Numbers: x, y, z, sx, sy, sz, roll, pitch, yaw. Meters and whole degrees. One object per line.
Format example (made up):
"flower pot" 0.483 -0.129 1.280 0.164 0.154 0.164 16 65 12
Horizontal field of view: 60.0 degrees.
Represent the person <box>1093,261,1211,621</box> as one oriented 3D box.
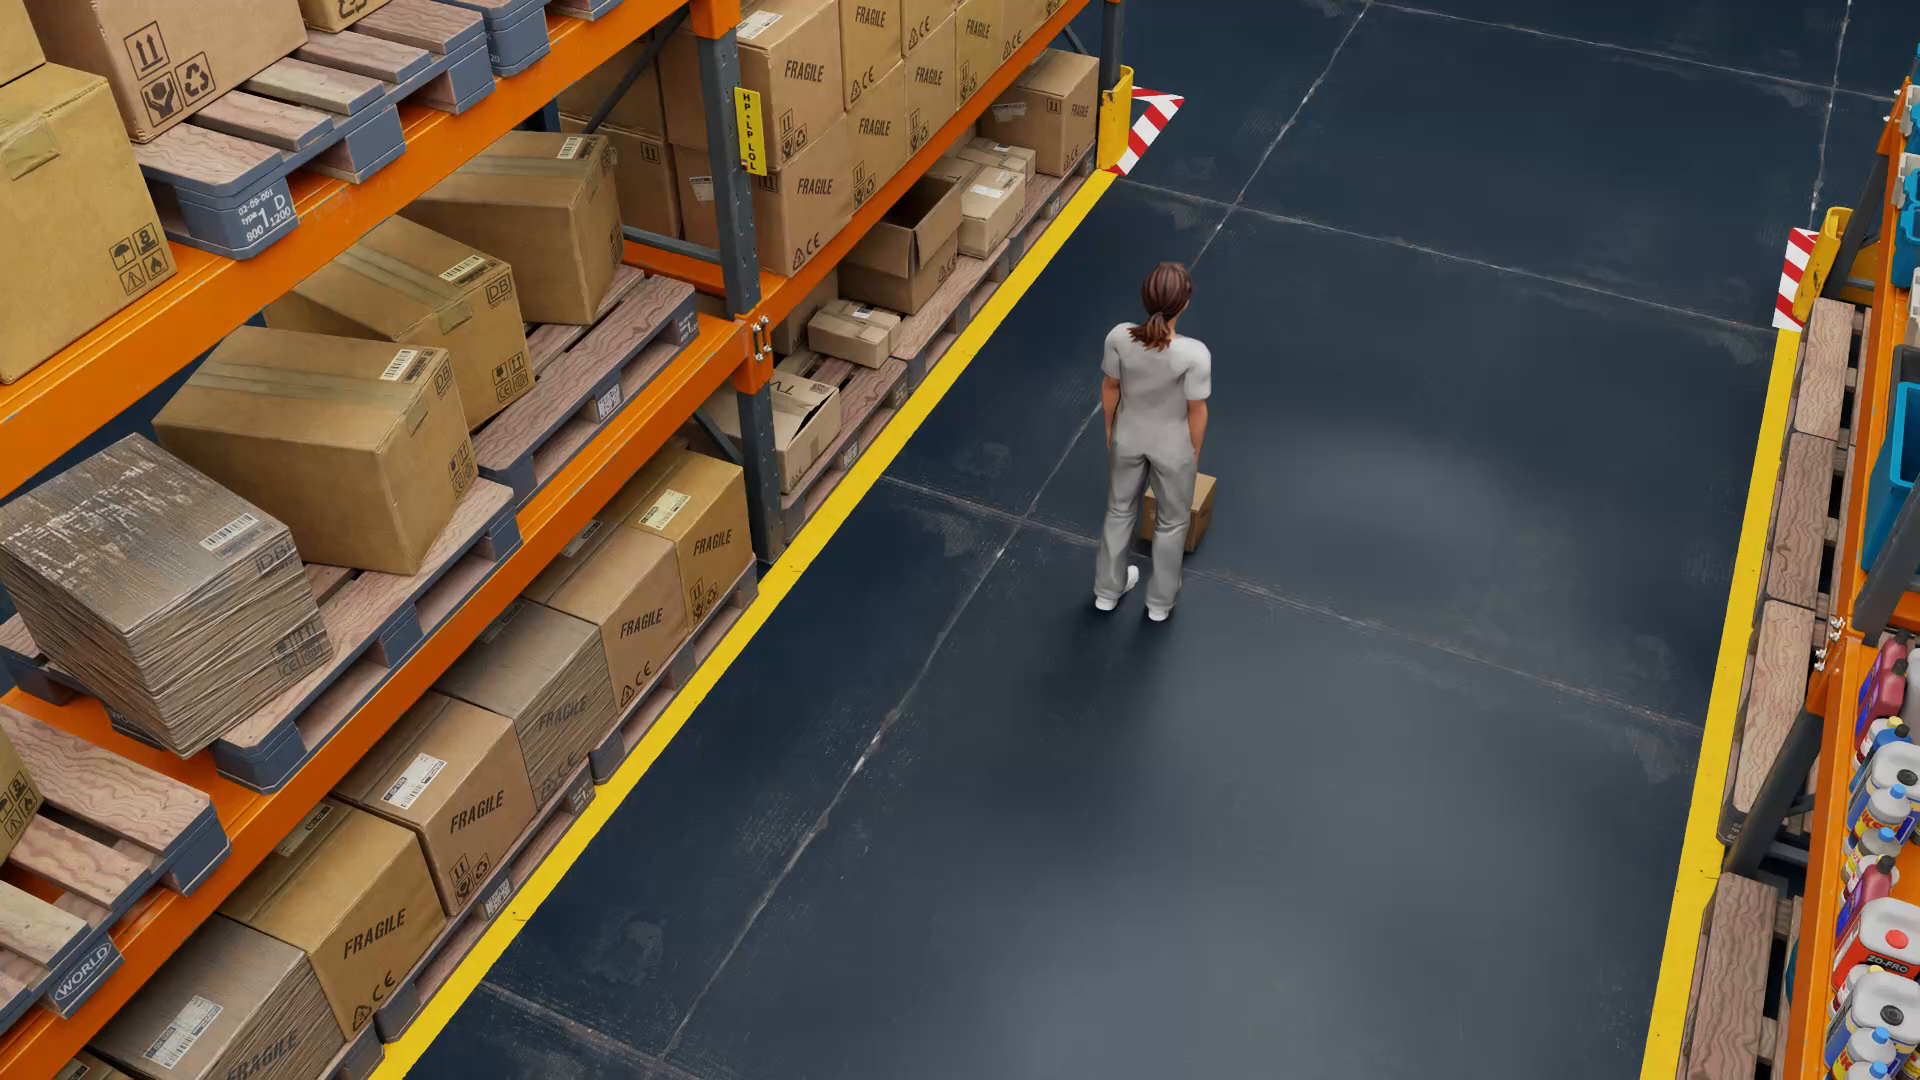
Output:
"person" 0.759 -0.377 6.587 0.438 1.683 0.375 18 45 19
